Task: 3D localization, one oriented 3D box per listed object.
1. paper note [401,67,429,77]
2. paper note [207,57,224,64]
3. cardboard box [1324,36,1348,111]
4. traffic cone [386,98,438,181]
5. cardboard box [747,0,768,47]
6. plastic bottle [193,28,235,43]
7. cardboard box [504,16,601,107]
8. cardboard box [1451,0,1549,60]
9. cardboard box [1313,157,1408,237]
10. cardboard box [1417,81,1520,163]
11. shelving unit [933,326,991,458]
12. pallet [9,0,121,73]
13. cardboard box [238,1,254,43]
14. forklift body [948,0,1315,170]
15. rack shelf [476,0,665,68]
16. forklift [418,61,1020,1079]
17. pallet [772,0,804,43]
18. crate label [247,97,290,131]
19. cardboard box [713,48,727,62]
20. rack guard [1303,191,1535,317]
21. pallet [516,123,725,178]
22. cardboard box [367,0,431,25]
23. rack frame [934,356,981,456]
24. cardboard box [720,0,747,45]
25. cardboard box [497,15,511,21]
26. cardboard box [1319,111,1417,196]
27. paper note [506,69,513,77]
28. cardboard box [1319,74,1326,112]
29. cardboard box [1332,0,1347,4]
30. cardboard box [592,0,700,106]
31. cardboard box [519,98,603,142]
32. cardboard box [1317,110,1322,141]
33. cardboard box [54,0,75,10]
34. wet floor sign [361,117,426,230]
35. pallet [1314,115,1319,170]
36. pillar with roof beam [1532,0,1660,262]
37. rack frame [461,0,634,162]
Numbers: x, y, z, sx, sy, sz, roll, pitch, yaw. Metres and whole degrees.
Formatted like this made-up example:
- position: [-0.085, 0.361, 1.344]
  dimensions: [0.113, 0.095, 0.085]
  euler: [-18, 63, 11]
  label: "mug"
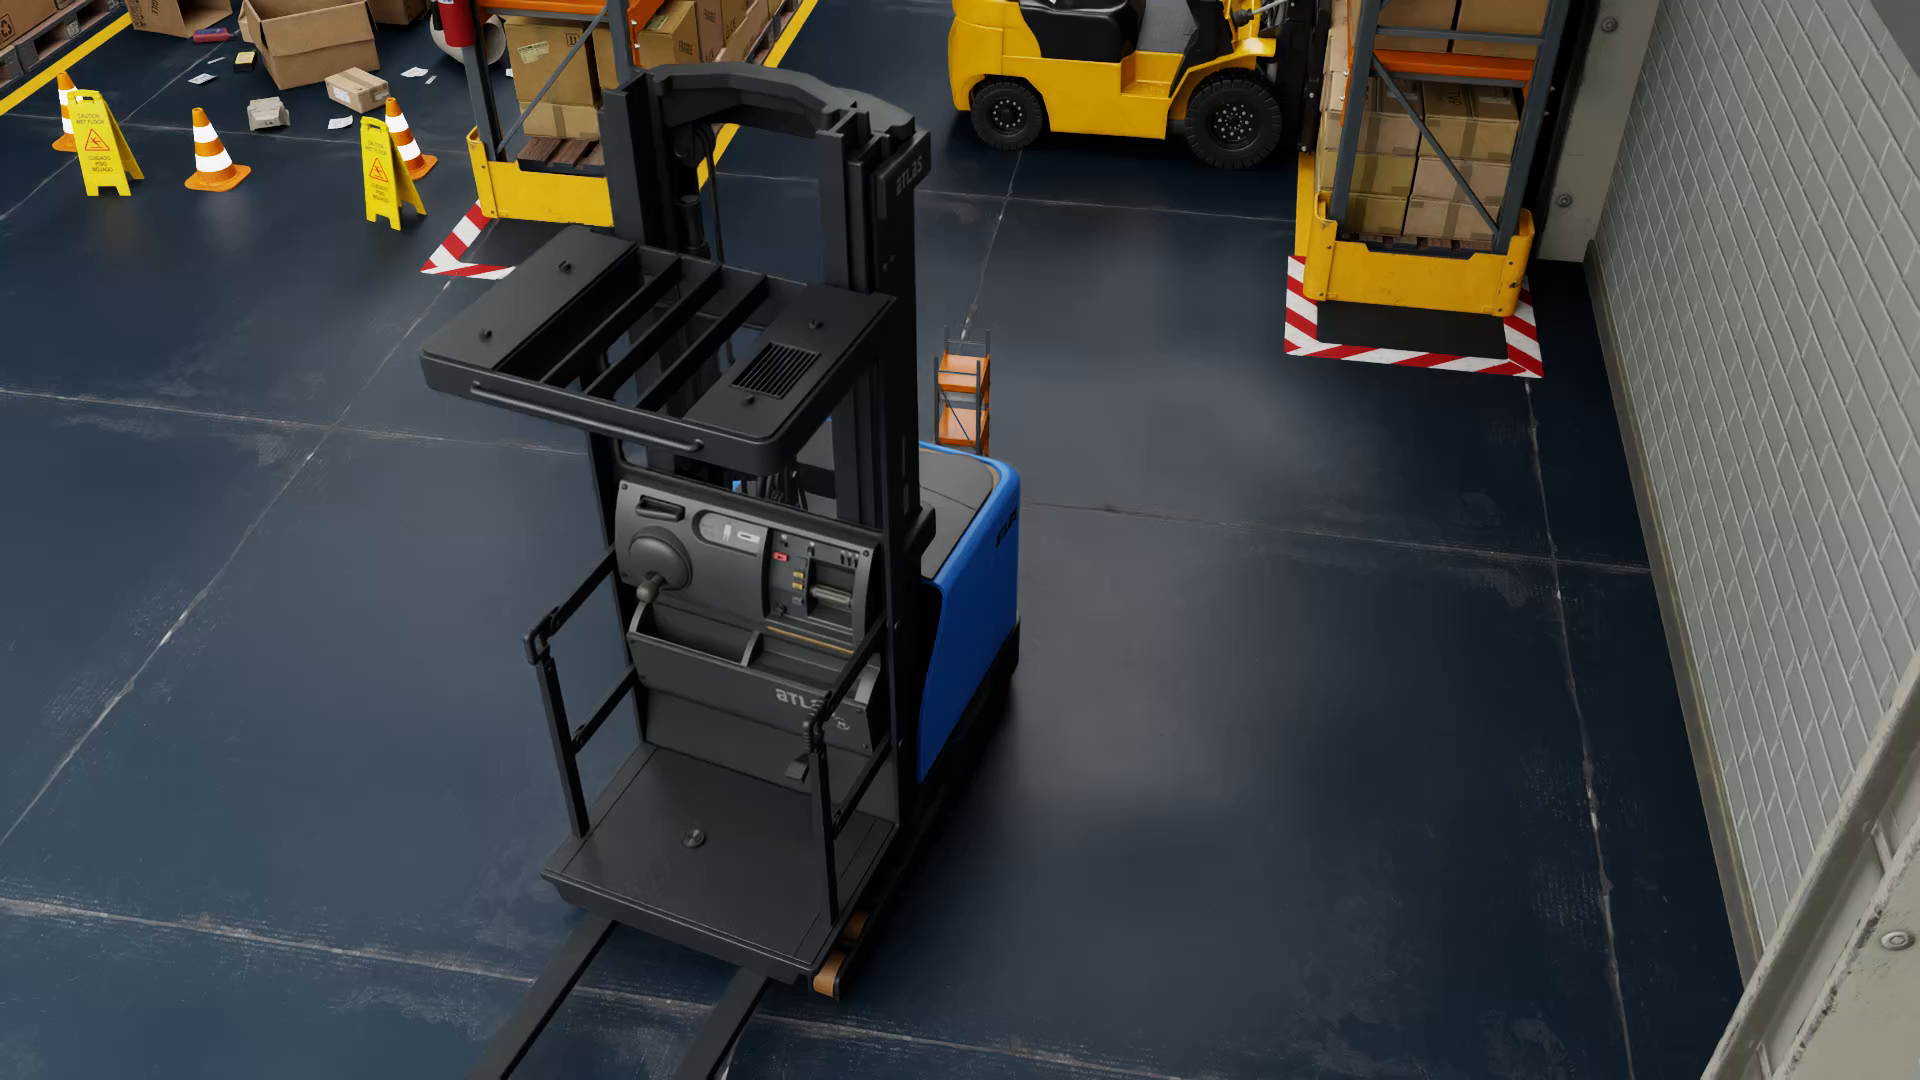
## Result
- position: [-3.843, -3.304, 11.731]
  dimensions: [0.148, 0.019, 0.142]
  euler: [20, 44, 23]
  label: "paper note"
- position: [-5.320, -3.430, 11.891]
  dimensions: [0.032, 0.001, 0.123]
  euler: [28, 47, 30]
  label: "paper note"
- position: [2.403, -2.710, 9.717]
  dimensions: [0.500, 0.250, 0.500]
  euler: [7, 40, 8]
  label: "cardboard box"
- position: [-3.537, -2.557, 10.480]
  dimensions: [0.336, 0.463, 0.334]
  euler: [6, 40, 8]
  label: "traffic cone"
- position: [-1.661, -3.681, 11.676]
  dimensions: [0.500, 0.250, 0.500]
  euler: [7, 40, 8]
  label: "cardboard box"
- position: [-5.452, -3.696, 12.173]
  dimensions: [0.283, 0.061, 0.133]
  euler: [-6, 40, -8]
  label: "plastic bottle"
- position: [-2.459, -3.046, 10.320]
  dimensions: [0.500, 0.500, 0.500]
  euler: [7, 40, 8]
  label: "cardboard box"
- position: [2.907, -2.897, 8.821]
  dimensions: [0.500, 0.500, 0.500]
  euler: [8, 40, 9]
  label: "cardboard box"
- position: [2.318, -2.010, 9.655]
  dimensions: [0.500, 0.250, 0.500]
  euler: [7, 40, 8]
  label: "cardboard box"
- position: [2.818, -2.346, 9.277]
  dimensions: [0.500, 0.250, 0.500]
  euler: [6, 40, 7]
  label: "cardboard box"
- position: [0.009, -0.438, 7.456]
  dimensions: [0.215, 1.050, 0.252]
  euler: [6, 40, 8]
  label: "shelving unit"
- position: [-6.959, -3.805, 12.186]
  dimensions: [1.003, 0.211, 1.213]
  euler: [6, 40, 8]
  label: "pallet"
- position: [-5.025, -3.780, 12.114]
  dimensions: [0.396, 0.266, 0.258]
  euler: [13, 41, 15]
  label: "cardboard box"
- position: [1.080, -3.642, 10.467]
  dimensions: [2.313, 2.155, 1.214]
  euler: [6, 40, 8]
  label: "forklift body"
- position: [-1.995, -4.101, 10.921]
  dimensions: [1.077, 0.370, 4.000]
  euler: [6, 40, 8]
  label: "rack shelf"
- position: [-0.791, 0.154, 5.264]
  dimensions: [1.130, 2.935, 3.031]
  euler: [15, 42, 17]
  label: "forklift"
- position: [-1.730, -4.133, 12.584]
  dimensions: [1.003, 0.211, 1.213]
  euler: [6, 40, 8]
  label: "pallet"
- position: [-4.614, -2.841, 11.079]
  dimensions: [0.250, 0.136, 0.298]
  euler: [-13, 41, -15]
  label: "crate label"
- position: [-1.834, -3.020, 10.878]
  dimensions: [0.500, 0.250, 0.500]
  euler: [8, 40, 9]
  label: "cardboard box"
- position: [2.544, -1.600, 9.292]
  dimensions: [1.175, 0.500, 0.348]
  euler: [6, 40, 8]
  label: "rack guard"
- position: [-2.153, -2.602, 10.732]
  dimensions: [1.003, 0.211, 1.213]
  euler: [6, 40, 8]
  label: "pallet"
- position: [-4.377, -4.183, 12.307]
  dimensions: [0.797, 0.637, 0.503]
  euler: [6, 40, 8]
  label: "cardboard box"
- position: [-0.012, -0.362, 7.363]
  dimensions: [0.200, 1.050, 0.008]
  euler: [6, 40, 8]
  label: "rack frame"
- position: [-1.745, -3.647, 11.047]
  dimensions: [0.500, 0.500, 0.500]
  euler: [7, 40, 9]
  label: "cardboard box"
- position: [-3.175, -4.149, 12.373]
  dimensions: [0.500, 0.500, 0.500]
  euler: [-28, 47, -30]
  label: "cardboard box"
- position: [2.325, -2.213, 9.508]
  dimensions: [0.500, 0.250, 0.500]
  euler: [6, 40, 7]
  label: "cardboard box"
- position: [-3.128, -3.303, 11.721]
  dimensions: [0.142, 0.019, 0.148]
  euler: [-6, 40, -8]
  label: "paper note"
- position: [2.491, -2.853, 10.282]
  dimensions: [0.500, 0.250, 0.500]
  euler: [6, 40, 7]
  label: "cardboard box"
- position: [2.576, -3.345, 10.485]
  dimensions: [0.500, 0.250, 0.500]
  euler: [6, 40, 7]
  label: "cardboard box"
- position: [-1.926, -3.005, 10.270]
  dimensions: [0.500, 0.500, 0.500]
  euler: [5, 40, 6]
  label: "cardboard box"
- position: [-2.462, -2.777, 10.583]
  dimensions: [0.500, 0.250, 0.500]
  euler: [6, 40, 7]
  label: "cardboard box"
- position: [2.509, -2.634, 10.410]
  dimensions: [0.500, 0.250, 0.500]
  euler: [7, 40, 8]
  label: "cardboard box"
- position: [-6.872, -4.506, 12.183]
  dimensions: [0.875, 0.875, 0.875]
  euler: [7, 40, 8]
  label: "cardboard box"
- position: [-3.428, -2.214, 9.922]
  dimensions: [0.267, 0.644, 0.232]
  euler: [20, 44, 23]
  label: "wet floor sign"
- position: [2.853, -2.751, 10.912]
  dimensions: [1.003, 0.211, 1.213]
  euler: [6, 40, 8]
  label: "pallet"
- position: [-0.684, -5.702, 7.585]
  dimensions: [9.100, 9.000, 0.400]
  euler: [6, 40, 8]
  label: "pillar with roof beam"
- position: [-2.341, -3.123, 9.173]
  dimensions: [1.000, 3.000, 0.127]
  euler: [6, 40, 8]
  label: "rack frame"
